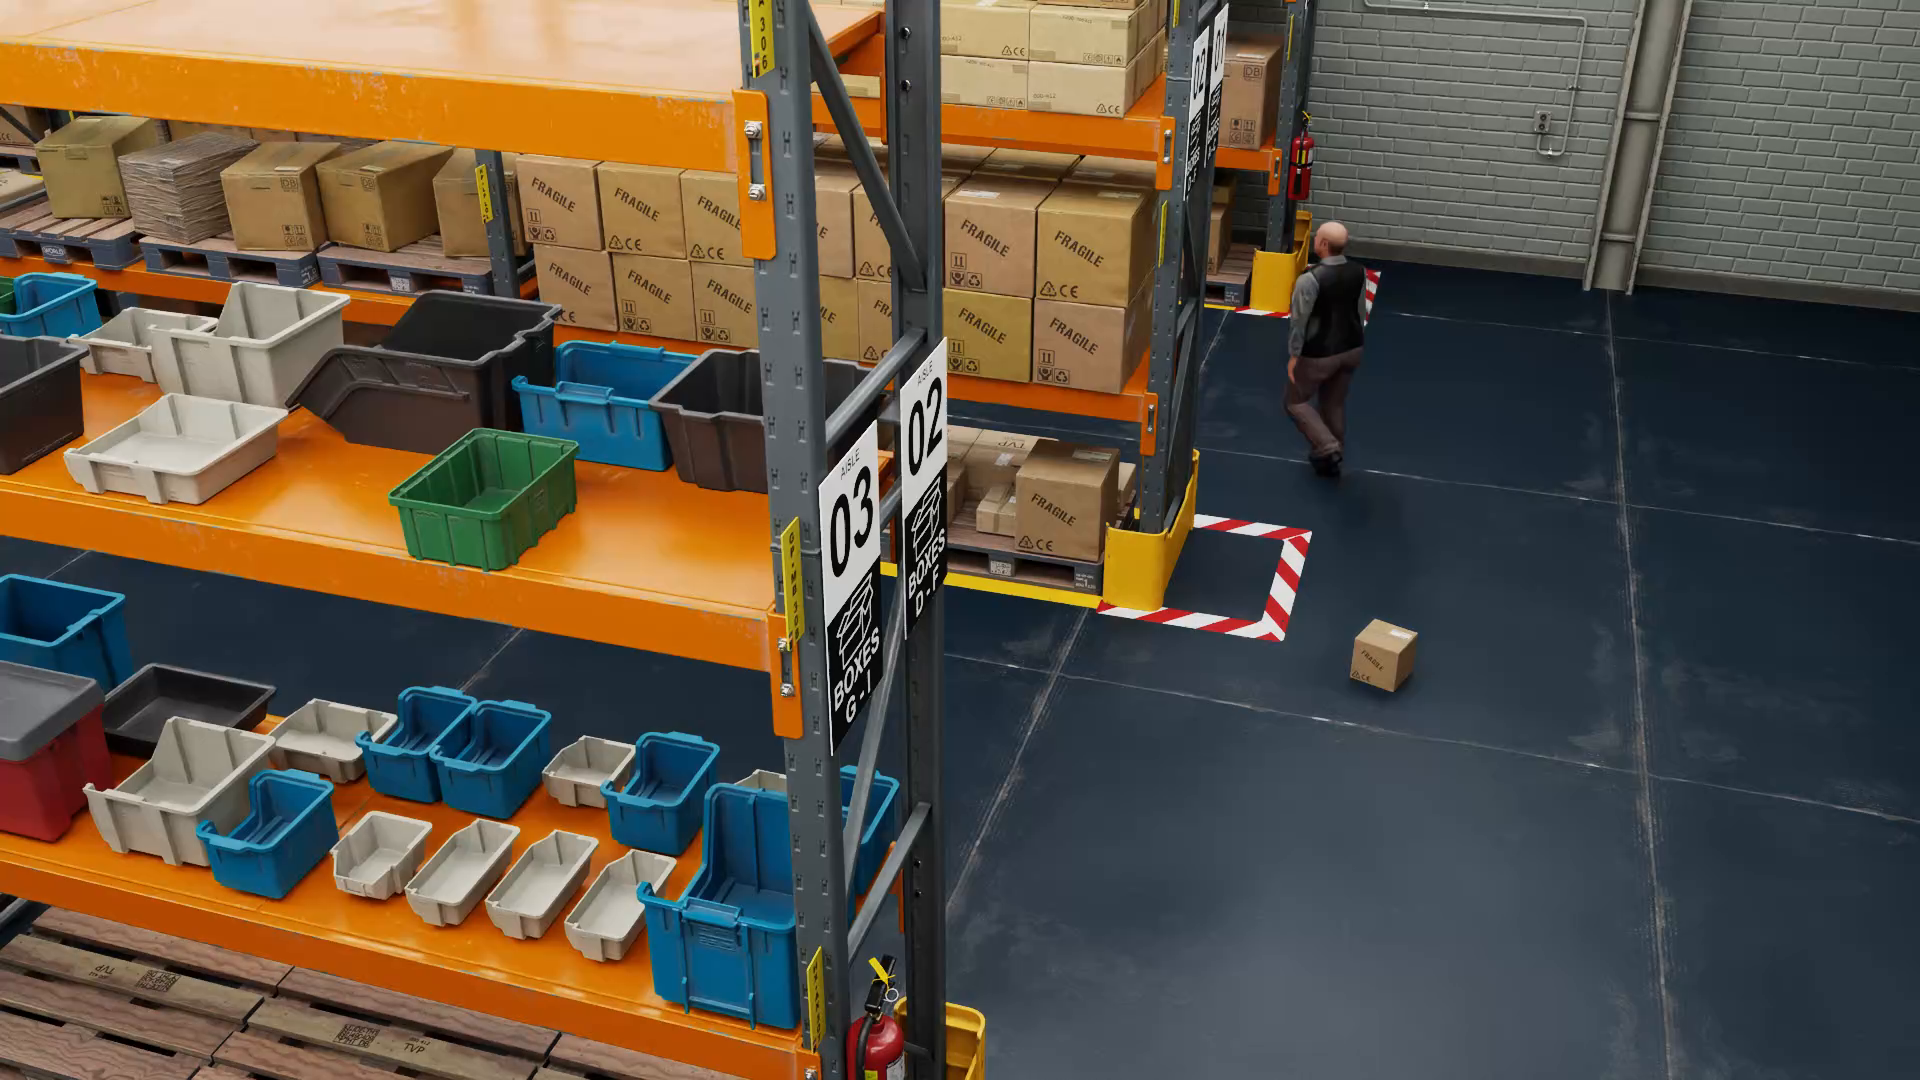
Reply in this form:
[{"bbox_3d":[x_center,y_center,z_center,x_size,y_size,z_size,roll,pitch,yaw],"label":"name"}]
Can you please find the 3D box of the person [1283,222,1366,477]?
[{"bbox_3d":[2.354,-1.173,10.631,0.570,1.703,0.496,-13,32,-23],"label":"person"}]
